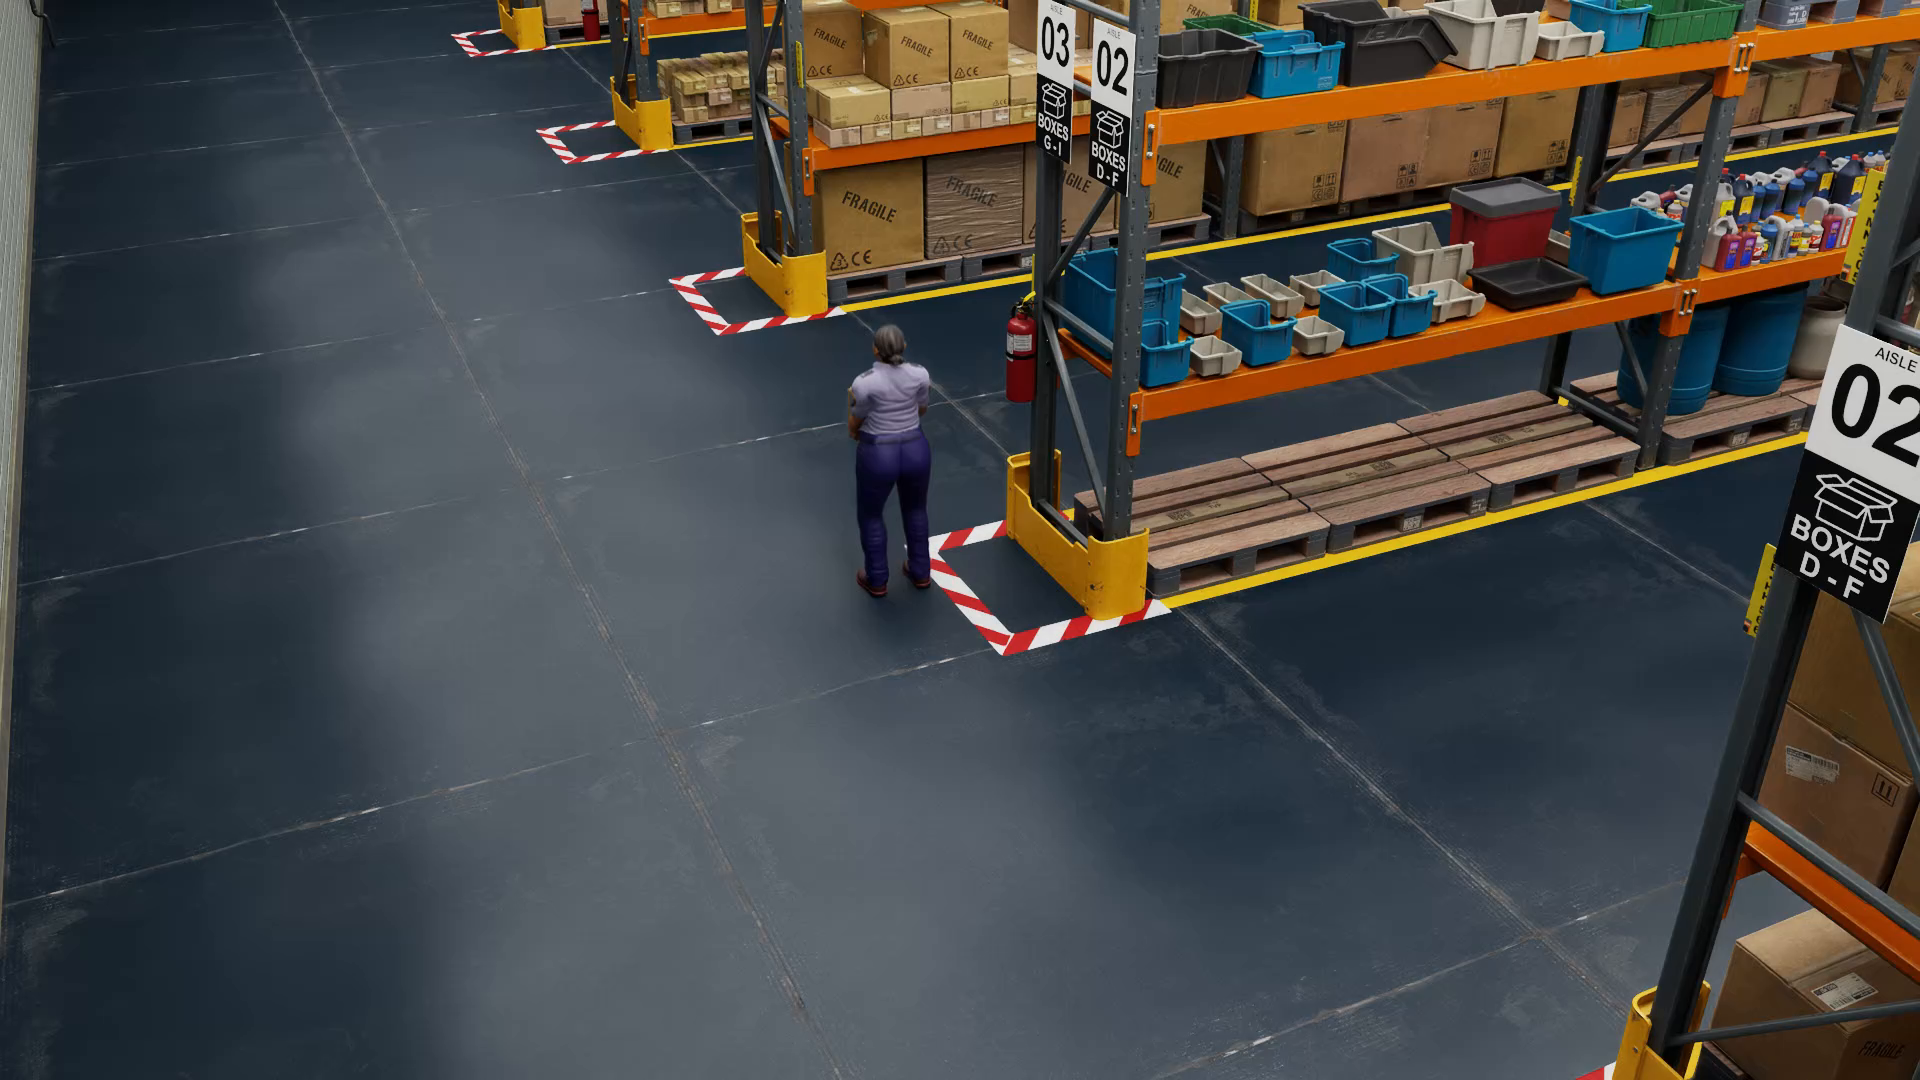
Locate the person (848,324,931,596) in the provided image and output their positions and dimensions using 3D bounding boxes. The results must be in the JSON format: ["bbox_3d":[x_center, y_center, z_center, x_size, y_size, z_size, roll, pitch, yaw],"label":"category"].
[{"bbox_3d":[-0.412,-0.489,9.326,0.460,1.640,0.518,-11,31,-19],"label":"person"}]
